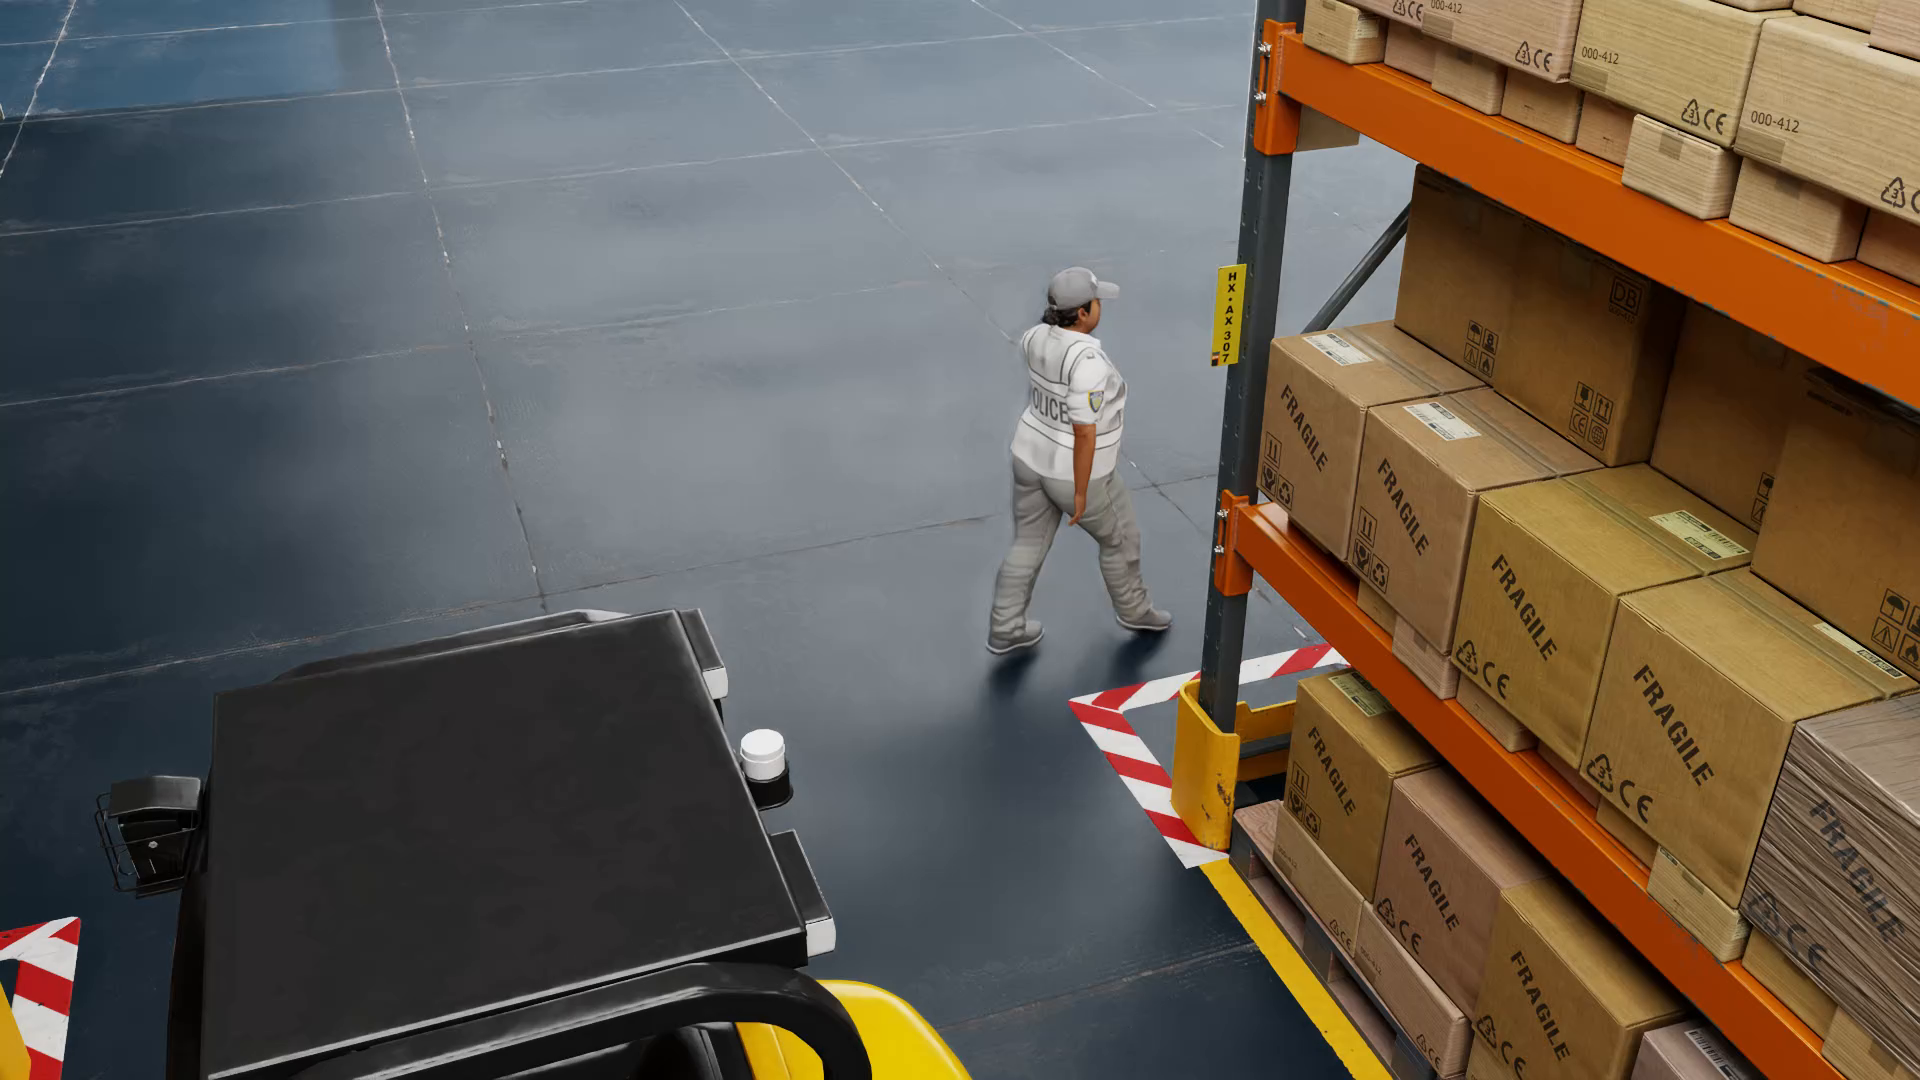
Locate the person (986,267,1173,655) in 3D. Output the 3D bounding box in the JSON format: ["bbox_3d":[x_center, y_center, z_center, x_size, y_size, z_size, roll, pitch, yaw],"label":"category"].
[{"bbox_3d":[0.488,-0.310,6.666,0.840,1.668,0.495,-20,35,-30],"label":"person"}]
